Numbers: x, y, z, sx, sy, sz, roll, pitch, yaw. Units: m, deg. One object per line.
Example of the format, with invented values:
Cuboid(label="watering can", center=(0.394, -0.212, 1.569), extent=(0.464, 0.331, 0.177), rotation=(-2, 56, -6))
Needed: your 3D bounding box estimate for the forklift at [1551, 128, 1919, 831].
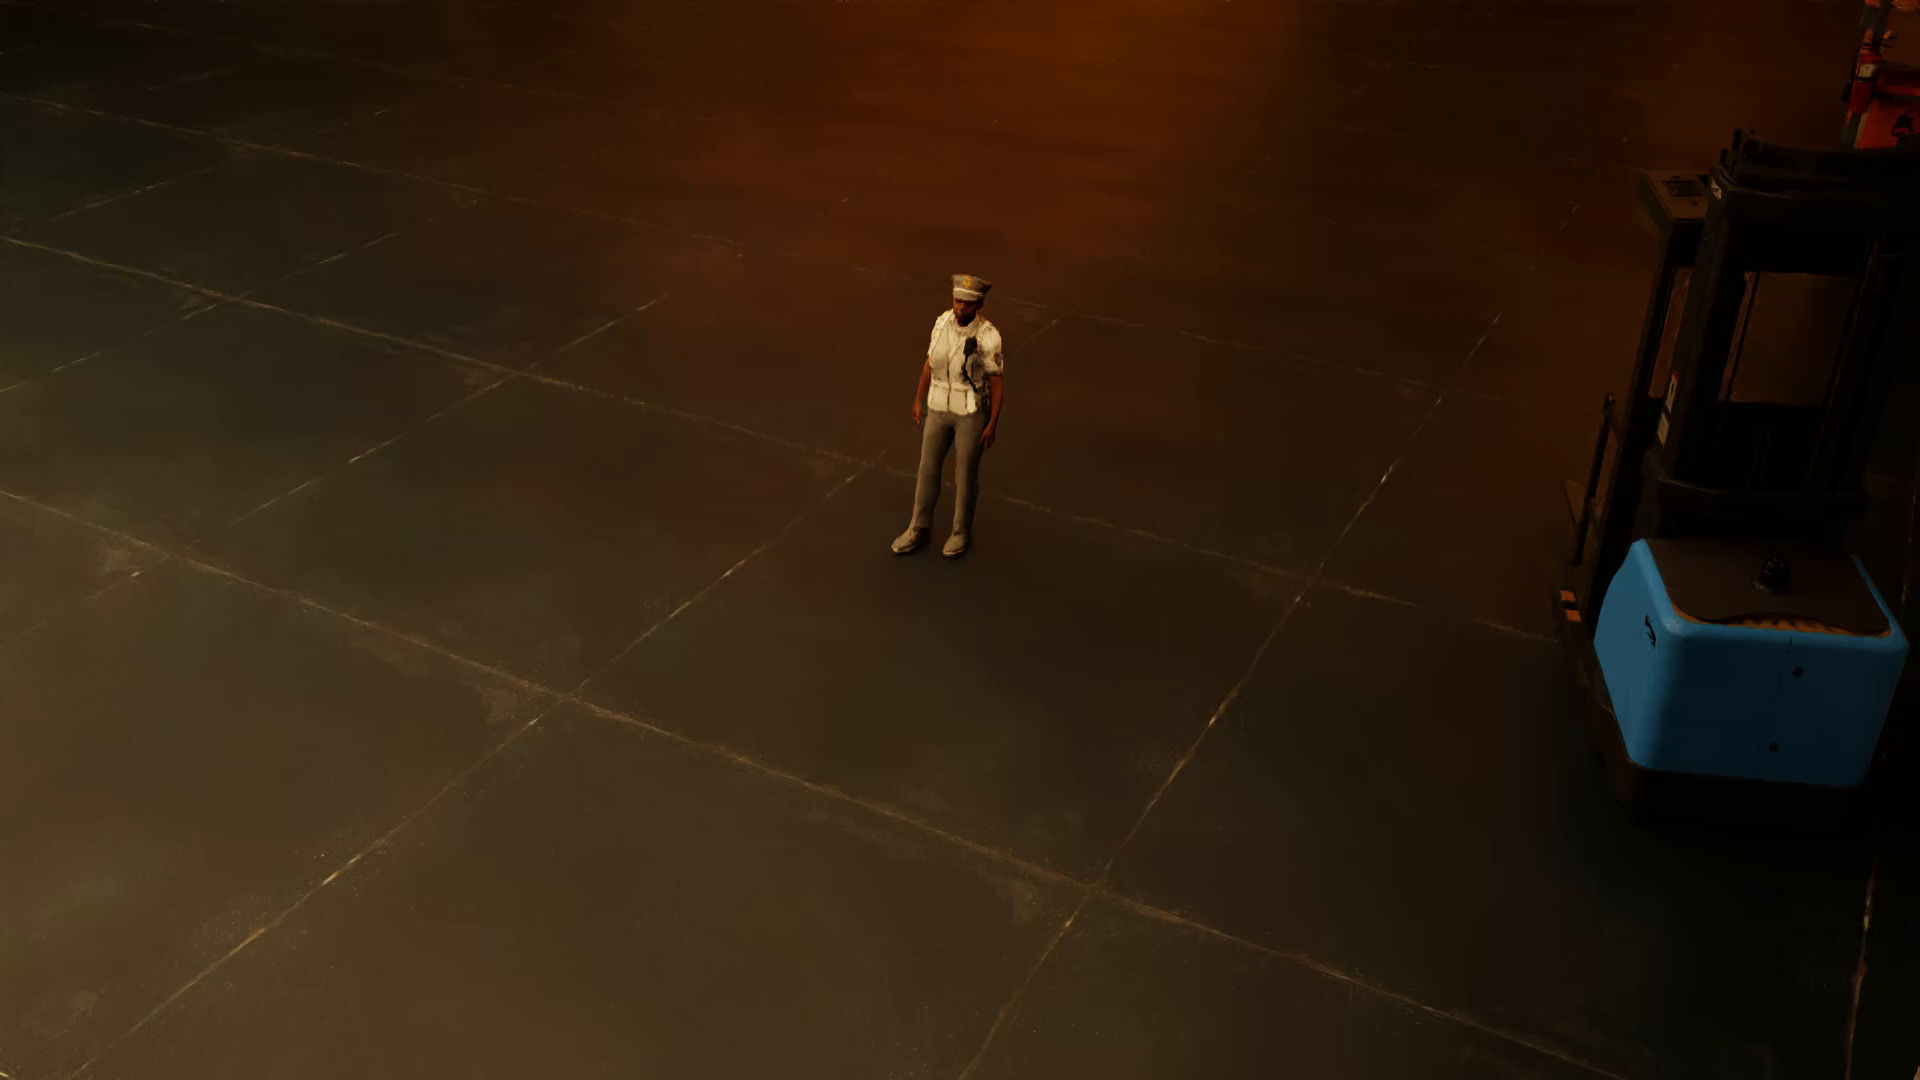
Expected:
Cuboid(label="forklift", center=(3.804, -0.664, 8.220), extent=(1.130, 2.935, 3.031), rotation=(4, 30, 8))

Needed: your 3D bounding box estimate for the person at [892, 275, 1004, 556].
Cuboid(label="person", center=(-0.054, -0.712, 9.527), extent=(0.570, 1.695, 0.529), rotation=(15, 33, 25))
